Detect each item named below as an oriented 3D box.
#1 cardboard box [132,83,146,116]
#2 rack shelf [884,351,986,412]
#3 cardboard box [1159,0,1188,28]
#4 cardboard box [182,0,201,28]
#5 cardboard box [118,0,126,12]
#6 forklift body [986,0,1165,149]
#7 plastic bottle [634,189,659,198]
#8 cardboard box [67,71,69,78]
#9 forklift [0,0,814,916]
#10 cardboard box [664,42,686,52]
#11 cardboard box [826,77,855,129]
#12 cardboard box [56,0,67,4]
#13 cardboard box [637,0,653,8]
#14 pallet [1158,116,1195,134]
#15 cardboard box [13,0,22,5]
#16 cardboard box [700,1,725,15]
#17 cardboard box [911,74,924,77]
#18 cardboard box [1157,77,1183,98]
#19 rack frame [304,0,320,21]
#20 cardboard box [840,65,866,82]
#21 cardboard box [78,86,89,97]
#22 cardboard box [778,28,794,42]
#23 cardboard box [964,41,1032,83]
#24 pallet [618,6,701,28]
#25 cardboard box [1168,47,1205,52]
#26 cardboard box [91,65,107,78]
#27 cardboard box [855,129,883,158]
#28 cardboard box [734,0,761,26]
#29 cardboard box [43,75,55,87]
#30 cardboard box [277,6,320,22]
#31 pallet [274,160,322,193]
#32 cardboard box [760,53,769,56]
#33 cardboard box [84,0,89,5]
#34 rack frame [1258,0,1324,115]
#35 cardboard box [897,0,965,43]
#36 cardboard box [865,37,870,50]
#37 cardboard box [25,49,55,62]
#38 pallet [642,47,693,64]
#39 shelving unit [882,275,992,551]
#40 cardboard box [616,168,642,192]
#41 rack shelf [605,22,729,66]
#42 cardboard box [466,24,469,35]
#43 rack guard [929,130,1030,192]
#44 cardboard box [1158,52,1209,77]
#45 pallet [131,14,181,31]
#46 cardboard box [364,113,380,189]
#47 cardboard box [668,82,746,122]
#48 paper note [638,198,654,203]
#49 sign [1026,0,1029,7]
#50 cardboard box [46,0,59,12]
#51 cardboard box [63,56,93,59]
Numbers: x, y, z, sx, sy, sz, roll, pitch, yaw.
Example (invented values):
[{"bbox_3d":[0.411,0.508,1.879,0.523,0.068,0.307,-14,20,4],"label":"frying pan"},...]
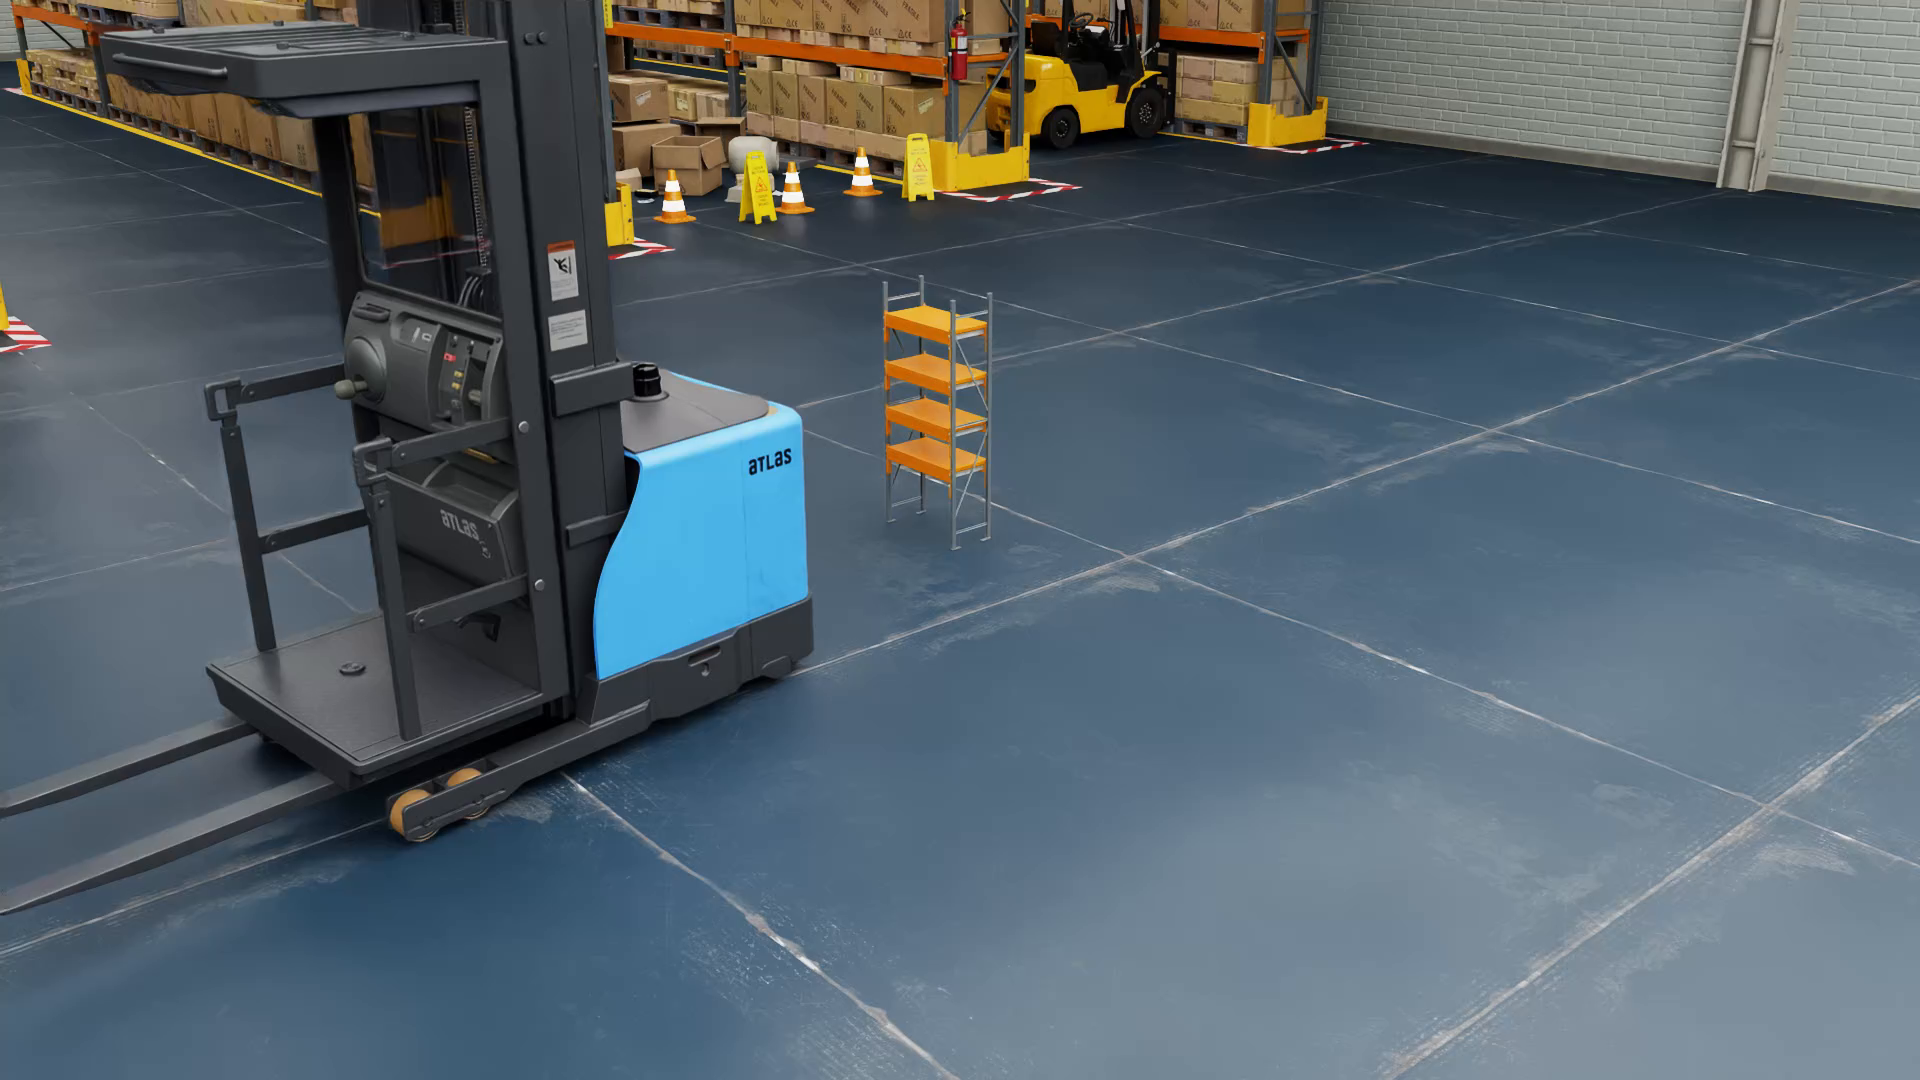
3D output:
[{"bbox_3d":[-10.275,-5.732,21.358,0.500,0.500,0.500,-17,27,-37],"label":"cardboard box"},{"bbox_3d":[-0.108,-0.750,7.825,0.258,0.148,0.480,-17,27,-37],"label":"rack shelf"},{"bbox_3d":[2.833,-6.736,20.931,0.500,0.500,0.500,-18,28,-38],"label":"cardboard box"},{"bbox_3d":[-8.556,-6.008,19.074,0.500,0.500,0.500,-17,27,-37],"label":"cardboard box"},{"bbox_3d":[-10.148,-6.611,20.519,0.380,0.149,0.250,-16,27,-36],"label":"cardboard box"},{"bbox_3d":[1.400,-6.023,20.413,2.313,2.155,1.214,-17,27,-37],"label":"forklift body"},{"bbox_3d":[-3.210,-3.521,16.891,0.283,0.061,0.133,12,24,27],"label":"plastic bottle"},{"bbox_3d":[-12.649,-6.736,23.994,0.380,0.149,0.250,-16,26,-35],"label":"cardboard box"},{"bbox_3d":[-1.955,-0.585,5.458,1.130,2.935,3.031,19,28,39],"label":"forklift"},{"bbox_3d":[-4.891,-9.057,29.847,0.700,0.500,0.500,-19,28,-39],"label":"cardboard box"},{"bbox_3d":[-1.126,-4.854,18.431,0.500,0.500,0.500,-18,28,-39],"label":"cardboard box"},{"bbox_3d":[-12.123,-7.650,22.859,0.500,0.500,0.500,-18,28,-39],"label":"cardboard box"},{"bbox_3d":[-3.871,-6.843,21.110,0.380,0.149,0.250,-16,27,-36],"label":"cardboard box"},{"bbox_3d":[2.696,-5.569,21.912,1.003,0.211,1.213,-17,27,-37],"label":"pallet"},{"bbox_3d":[-13.903,-8.076,24.834,0.380,0.149,0.250,-18,28,-38],"label":"cardboard box"},{"bbox_3d":[-2.894,-6.406,19.996,0.380,0.149,0.250,-17,27,-37],"label":"cardboard box"},{"bbox_3d":[-0.737,-4.990,18.776,0.500,0.500,0.500,-17,27,-36],"label":"cardboard box"},{"bbox_3d":[2.793,-5.816,21.228,0.500,0.250,0.500,-18,28,-39],"label":"cardboard box"},{"bbox_3d":[-6.034,-5.045,16.751,1.000,3.000,0.127,-17,27,-37],"label":"rack frame"},{"bbox_3d":[-1.082,-5.101,18.170,0.380,0.149,0.250,-16,27,-35],"label":"cardboard box"},{"bbox_3d":[-12.097,-6.300,23.289,0.380,0.149,0.250,-19,28,-39],"label":"cardboard box"},{"bbox_3d":[-1.851,-5.771,18.949,0.380,0.149,0.250,-16,27,-36],"label":"cardboard box"},{"bbox_3d":[0.559,-6.881,24.121,0.875,0.625,0.625,-18,28,-38],"label":"cardboard box"},{"bbox_3d":[-3.637,-6.730,21.316,1.003,0.211,1.213,-17,27,-37],"label":"pallet"},{"bbox_3d":[2.873,-6.308,21.801,0.500,0.250,0.500,-18,28,-38],"label":"cardboard box"},{"bbox_3d":[-11.685,-6.437,22.822,0.380,0.149,0.250,-17,27,-36],"label":"cardboard box"},{"bbox_3d":[-0.802,-4.366,18.211,0.500,0.250,0.500,-17,27,-37],"label":"cardboard box"},{"bbox_3d":[-2.273,-6.248,19.279,0.500,0.500,0.500,-18,27,-38],"label":"cardboard box"},{"bbox_3d":[-13.283,-6.791,24.543,0.380,0.149,0.250,-17,27,-37],"label":"cardboard box"},{"bbox_3d":[-6.577,-5.172,16.939,0.500,0.500,0.500,-18,27,-38],"label":"cardboard box"},{"bbox_3d":[-6.594,-3.942,17.758,1.003,0.211,1.213,-17,27,-37],"label":"pallet"},{"bbox_3d":[-2.991,-8.205,27.671,0.500,0.500,0.500,-18,28,-39],"label":"cardboard box"},{"bbox_3d":[-11.161,-7.040,21.614,0.380,0.149,0.250,-17,27,-37],"label":"cardboard box"},{"bbox_3d":[4.019,-6.329,20.029,1.000,3.000,0.127,-17,27,-37],"label":"rack frame"},{"bbox_3d":[-0.301,-5.415,17.153,0.500,0.500,0.500,-18,28,-38],"label":"cardboard box"},{"bbox_3d":[-0.797,-5.369,17.924,0.380,0.149,0.250,-17,27,-37],"label":"cardboard box"},{"bbox_3d":[-13.782,-7.280,24.975,0.380,0.149,0.250,-19,28,-40],"label":"cardboard box"},{"bbox_3d":[-5.062,-8.873,30.349,1.003,0.211,1.213,-17,27,-37],"label":"pallet"},{"bbox_3d":[-0.108,-0.604,7.882,0.258,1.200,0.503,-17,27,-37],"label":"shelving unit"},{"bbox_3d":[-3.516,-3.735,17.157,0.396,0.266,0.258,-12,25,-28],"label":"cardboard box"},{"bbox_3d":[-3.655,-6.469,21.373,1.077,0.370,4.000,-17,27,-37],"label":"rack shelf"},{"bbox_3d":[-3.699,-4.101,14.137,0.875,0.550,0.550,-17,27,-37],"label":"cardboard box"},{"bbox_3d":[0.212,-4.003,17.519,1.175,0.500,0.348,-17,27,-37],"label":"rack guard"},{"bbox_3d":[2.808,-6.039,21.114,0.500,0.250,0.500,-17,27,-37],"label":"cardboard box"},{"bbox_3d":[-9.190,-6.232,20.046,1.213,0.211,1.003,-17,27,-37],"label":"pallet"},{"bbox_3d":[-5.085,-3.813,15.943,0.875,0.875,0.875,-17,27,-37],"label":"cardboard box"},{"bbox_3d":[-3.166,-5.565,21.107,0.950,0.372,0.625,-15,26,-34],"label":"cardboard box"},{"bbox_3d":[-3.133,-3.382,16.580,0.144,0.017,0.142,-8,23,-19],"label":"paper note"},{"bbox_3d":[0.672,-5.678,17.182,0.100,0.325,0.005,-17,27,-37],"label":"sign"},{"bbox_3d":[-12.694,-7.576,23.559,0.380,0.149,0.250,-17,27,-36],"label":"cardboard box"},{"bbox_3d":[-12.671,-6.874,23.939,0.380,0.149,0.250,-17,27,-37],"label":"cardboard box"}]
